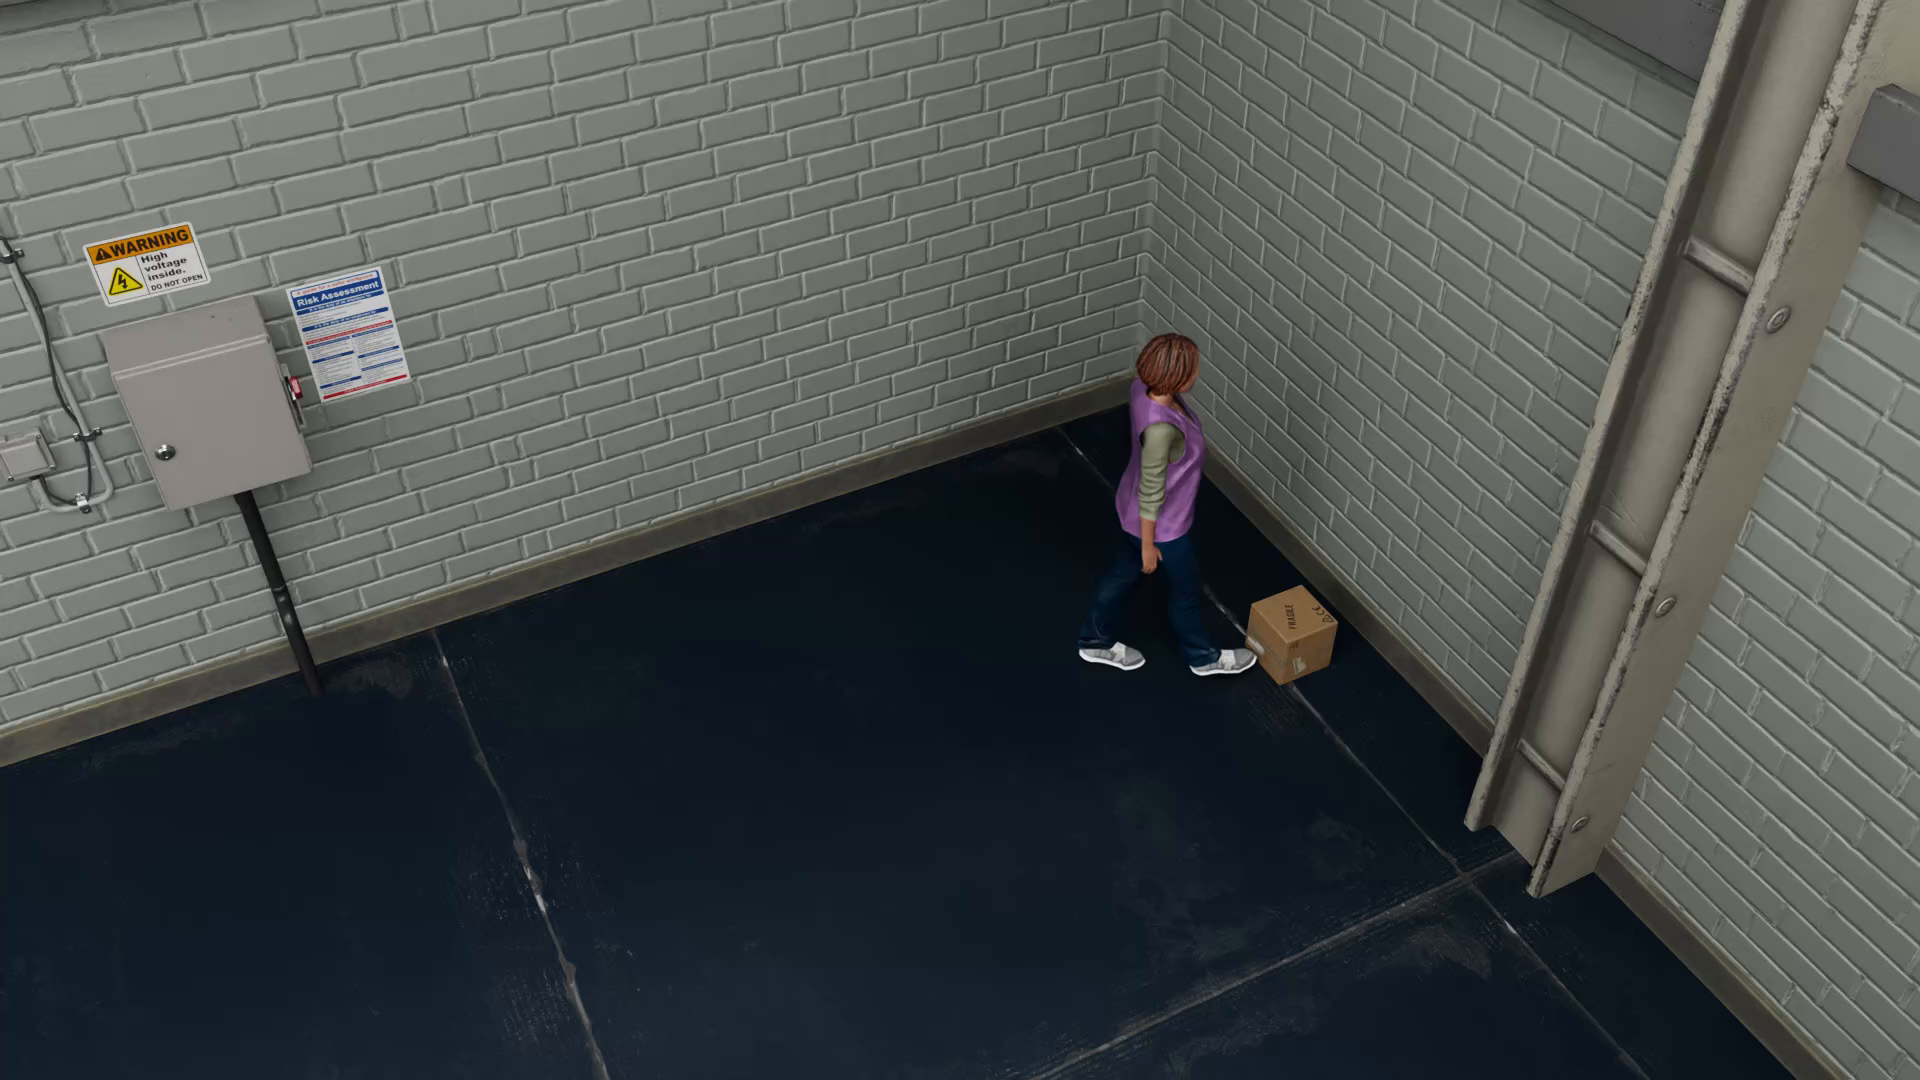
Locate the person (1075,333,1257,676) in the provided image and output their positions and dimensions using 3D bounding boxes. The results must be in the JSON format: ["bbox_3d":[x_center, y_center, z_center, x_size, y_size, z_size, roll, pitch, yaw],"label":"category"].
[{"bbox_3d":[0.828,-0.099,6.275,0.724,1.585,0.438,-2,42,-2],"label":"person"}]
